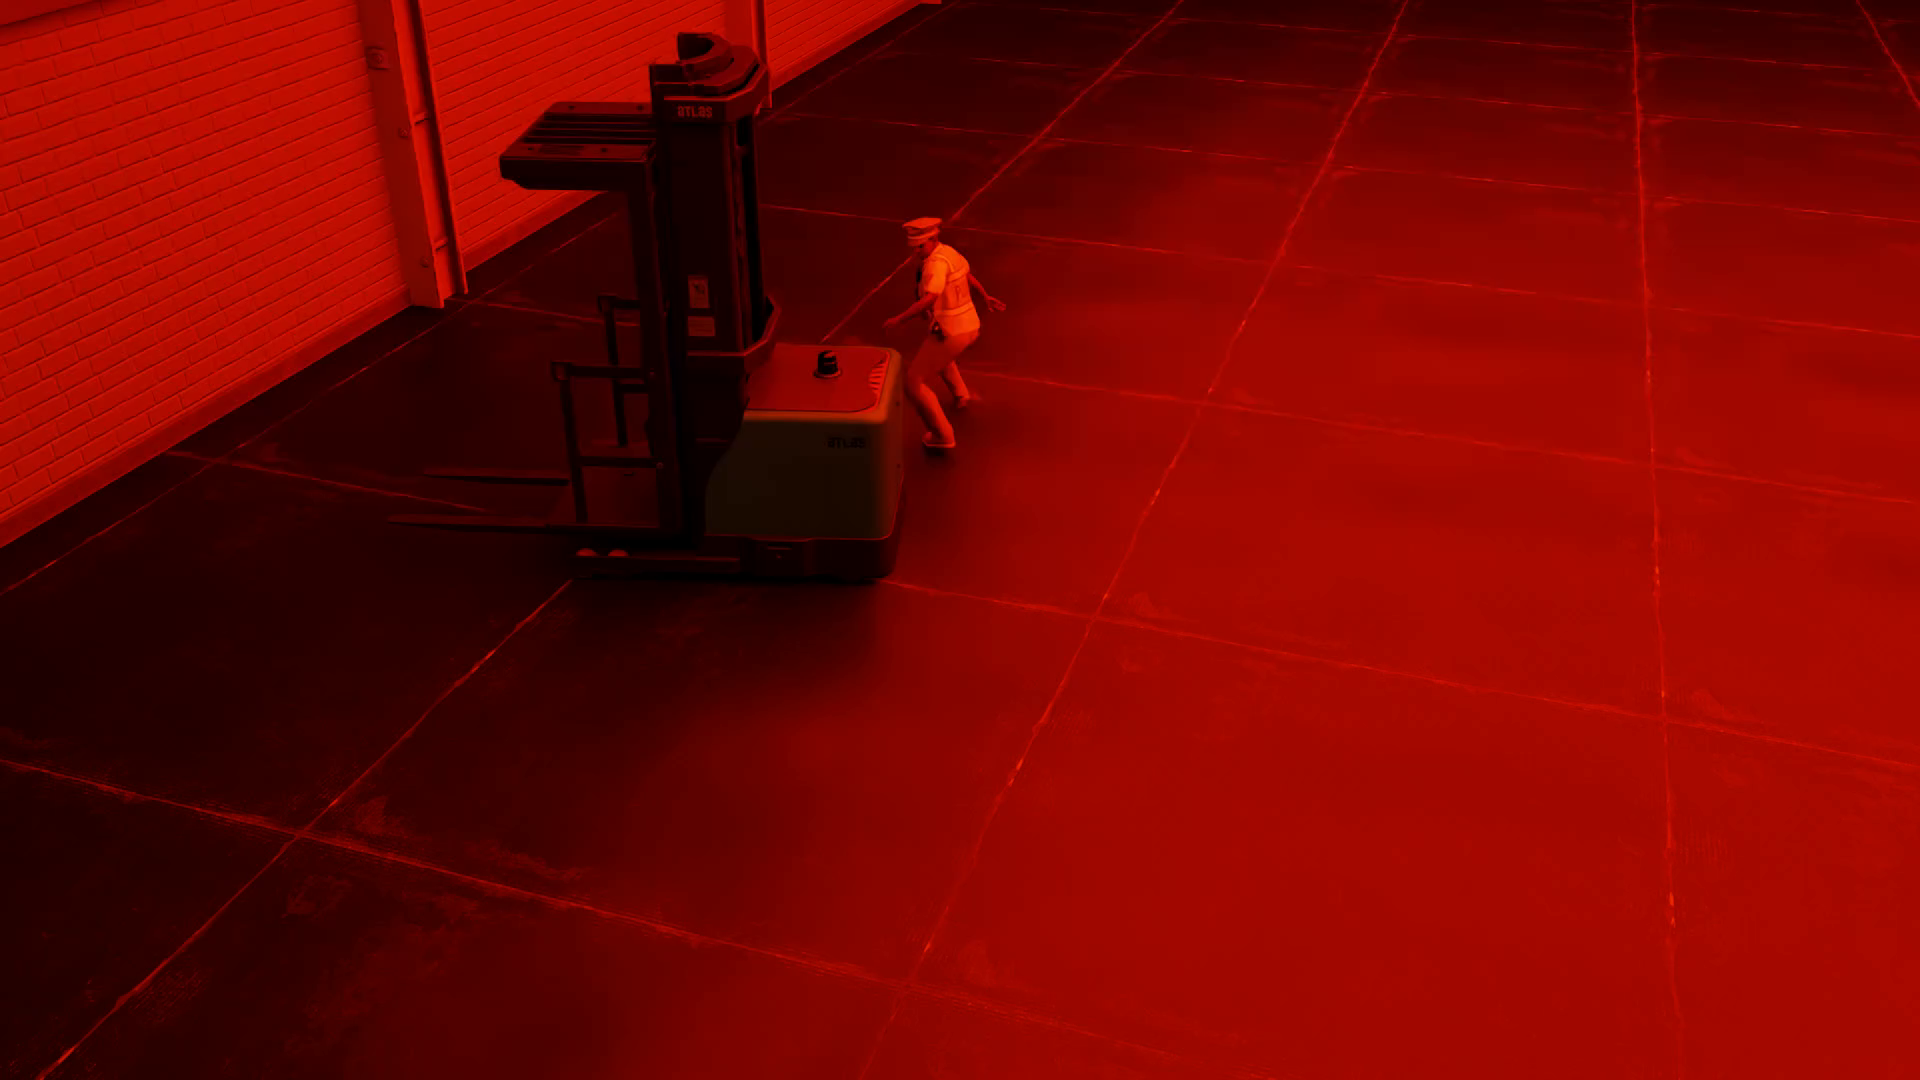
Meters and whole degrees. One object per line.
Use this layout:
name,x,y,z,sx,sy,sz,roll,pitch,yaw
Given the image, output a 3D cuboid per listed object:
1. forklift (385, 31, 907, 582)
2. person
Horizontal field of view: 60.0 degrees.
forklift,-1.873,-1.307,9.430,3.031,2.935,1.130,2,30,3
person,-0.106,-1.379,11.113,0.553,1.604,0.975,10,31,18
